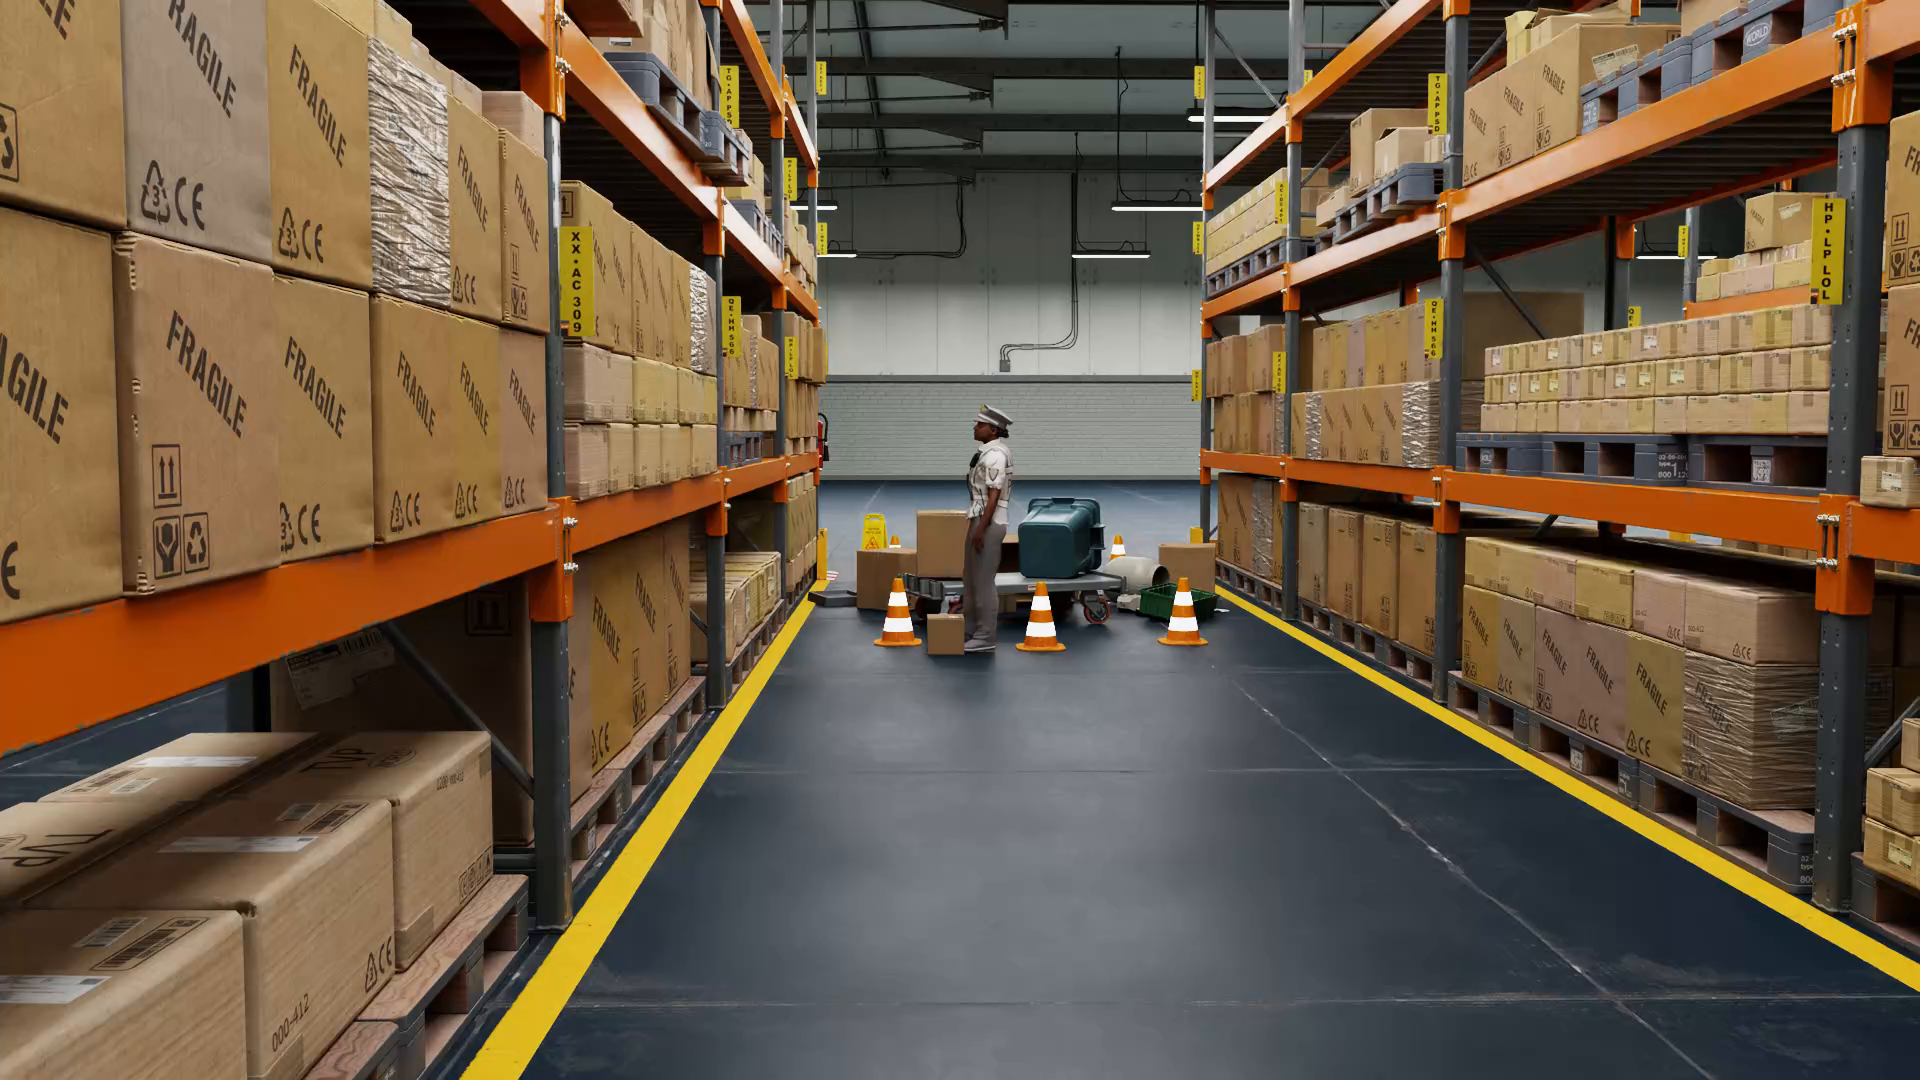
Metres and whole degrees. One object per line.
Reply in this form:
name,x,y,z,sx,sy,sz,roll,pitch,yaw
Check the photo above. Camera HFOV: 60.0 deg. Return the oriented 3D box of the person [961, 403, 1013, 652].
person,0.102,-0.086,11.379,0.528,1.697,0.570,0,4,-1
